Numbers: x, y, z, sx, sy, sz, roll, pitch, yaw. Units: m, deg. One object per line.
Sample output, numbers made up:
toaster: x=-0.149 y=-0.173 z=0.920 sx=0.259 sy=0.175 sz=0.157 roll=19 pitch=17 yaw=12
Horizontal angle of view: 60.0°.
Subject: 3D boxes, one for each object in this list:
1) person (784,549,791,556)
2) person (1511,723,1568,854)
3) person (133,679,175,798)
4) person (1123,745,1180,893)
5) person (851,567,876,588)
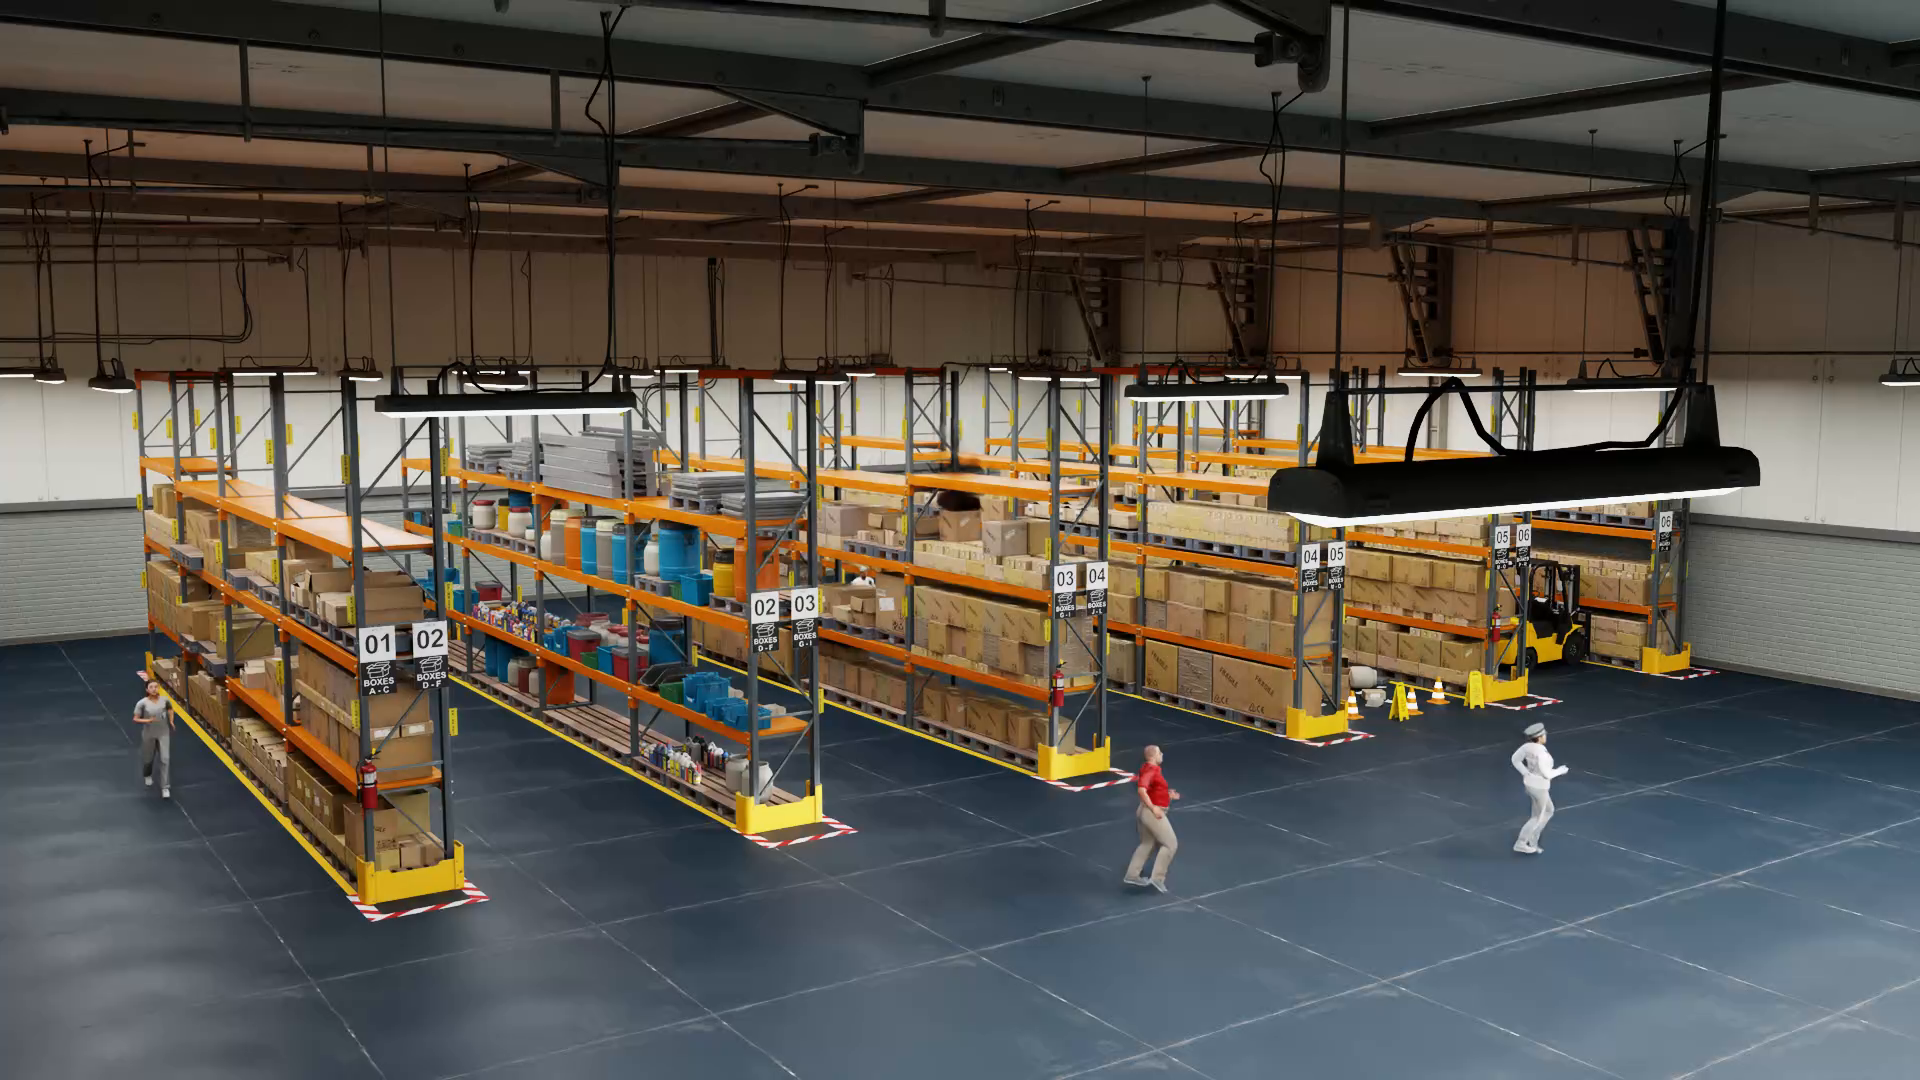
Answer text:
person: x=-4.152 y=0.859 z=40.829 sx=0.725 sy=1.760 sz=0.842 roll=4 pitch=8 yaw=32
person: x=7.303 y=3.139 z=20.949 sx=0.638 sy=1.712 sz=0.594 roll=0 pitch=6 yaw=-3
person: x=-11.514 y=2.801 z=23.809 sx=0.569 sy=1.647 sz=0.963 roll=-5 pitch=8 yaw=-35
person: x=2.273 y=3.303 z=19.573 sx=0.671 sy=1.801 sz=0.650 roll=-1 pitch=7 yaw=-9
person: x=-2.108 y=1.411 z=36.522 sx=0.600 sy=1.659 sz=0.794 roll=-3 pitch=7 yaw=-26
